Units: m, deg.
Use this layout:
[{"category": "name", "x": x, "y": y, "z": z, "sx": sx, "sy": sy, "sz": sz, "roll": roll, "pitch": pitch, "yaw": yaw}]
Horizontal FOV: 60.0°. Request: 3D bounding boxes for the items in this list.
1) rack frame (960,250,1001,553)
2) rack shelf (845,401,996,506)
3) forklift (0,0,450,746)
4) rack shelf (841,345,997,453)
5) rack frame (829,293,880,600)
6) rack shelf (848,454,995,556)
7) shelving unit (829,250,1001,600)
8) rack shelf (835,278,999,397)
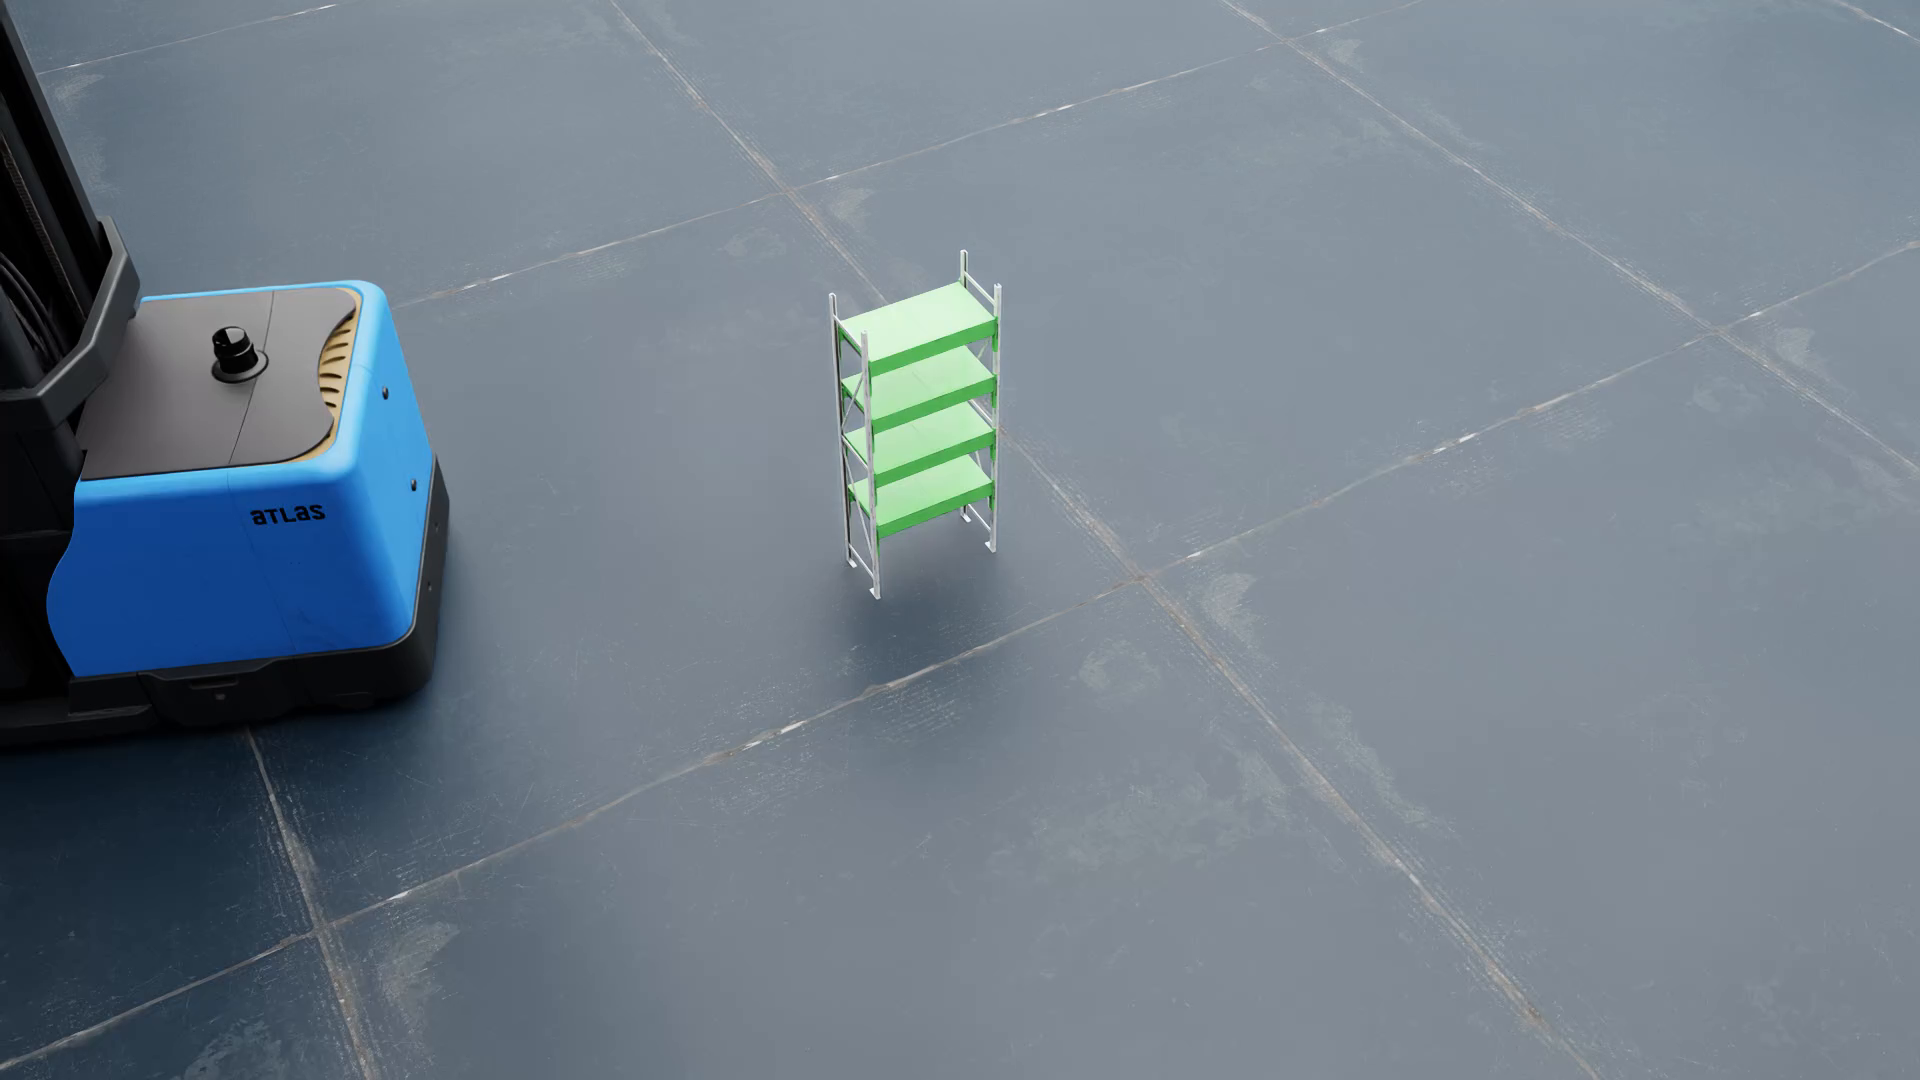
[{"category": "rack frame", "x": 0.068, "y": -0.458, "z": 5.860, "sx": 0.015, "sy": 1.200, "sz": 0.240, "roll": -22, "pitch": 48, "yaw": -21}, {"category": "rack shelf", "x": -0.144, "y": -0.327, "z": 5.817, "sx": 0.480, "sy": 0.148, "sz": 0.258, "roll": -22, "pitch": 48, "yaw": -21}, {"category": "forklift", "x": -3.367, "y": -0.694, "z": 4.861, "sx": 3.031, "sy": 2.935, "sz": 1.130, "roll": -6, "pitch": 44, "yaw": -6}, {"category": "rack shelf", "x": -0.144, "y": -0.500, "z": 5.650, "sx": 0.480, "sy": 0.148, "sz": 0.258, "roll": -22, "pitch": 48, "yaw": -21}, {"category": "rack frame", "x": -0.355, "y": -0.288, "z": 5.686, "sx": 0.015, "sy": 1.200, "sz": 0.240, "roll": -22, "pitch": 48, "yaw": -21}, {"category": "rack shelf", "x": -0.144, "y": -0.155, "z": 5.985, "sx": 0.480, "sy": 0.148, "sz": 0.258, "roll": -22, "pitch": 48, "yaw": -21}, {"category": "shelving unit", "x": -0.144, "y": -0.373, "z": 5.773, "sx": 0.503, "sy": 1.200, "sz": 0.258, "roll": -22, "pitch": 48, "yaw": -21}, {"category": "rack shelf", "x": -0.144, "y": -0.672, "z": 5.483, "sx": 0.480, "sy": 0.148, "sz": 0.258, "roll": -22, "pitch": 48, "yaw": -21}]
